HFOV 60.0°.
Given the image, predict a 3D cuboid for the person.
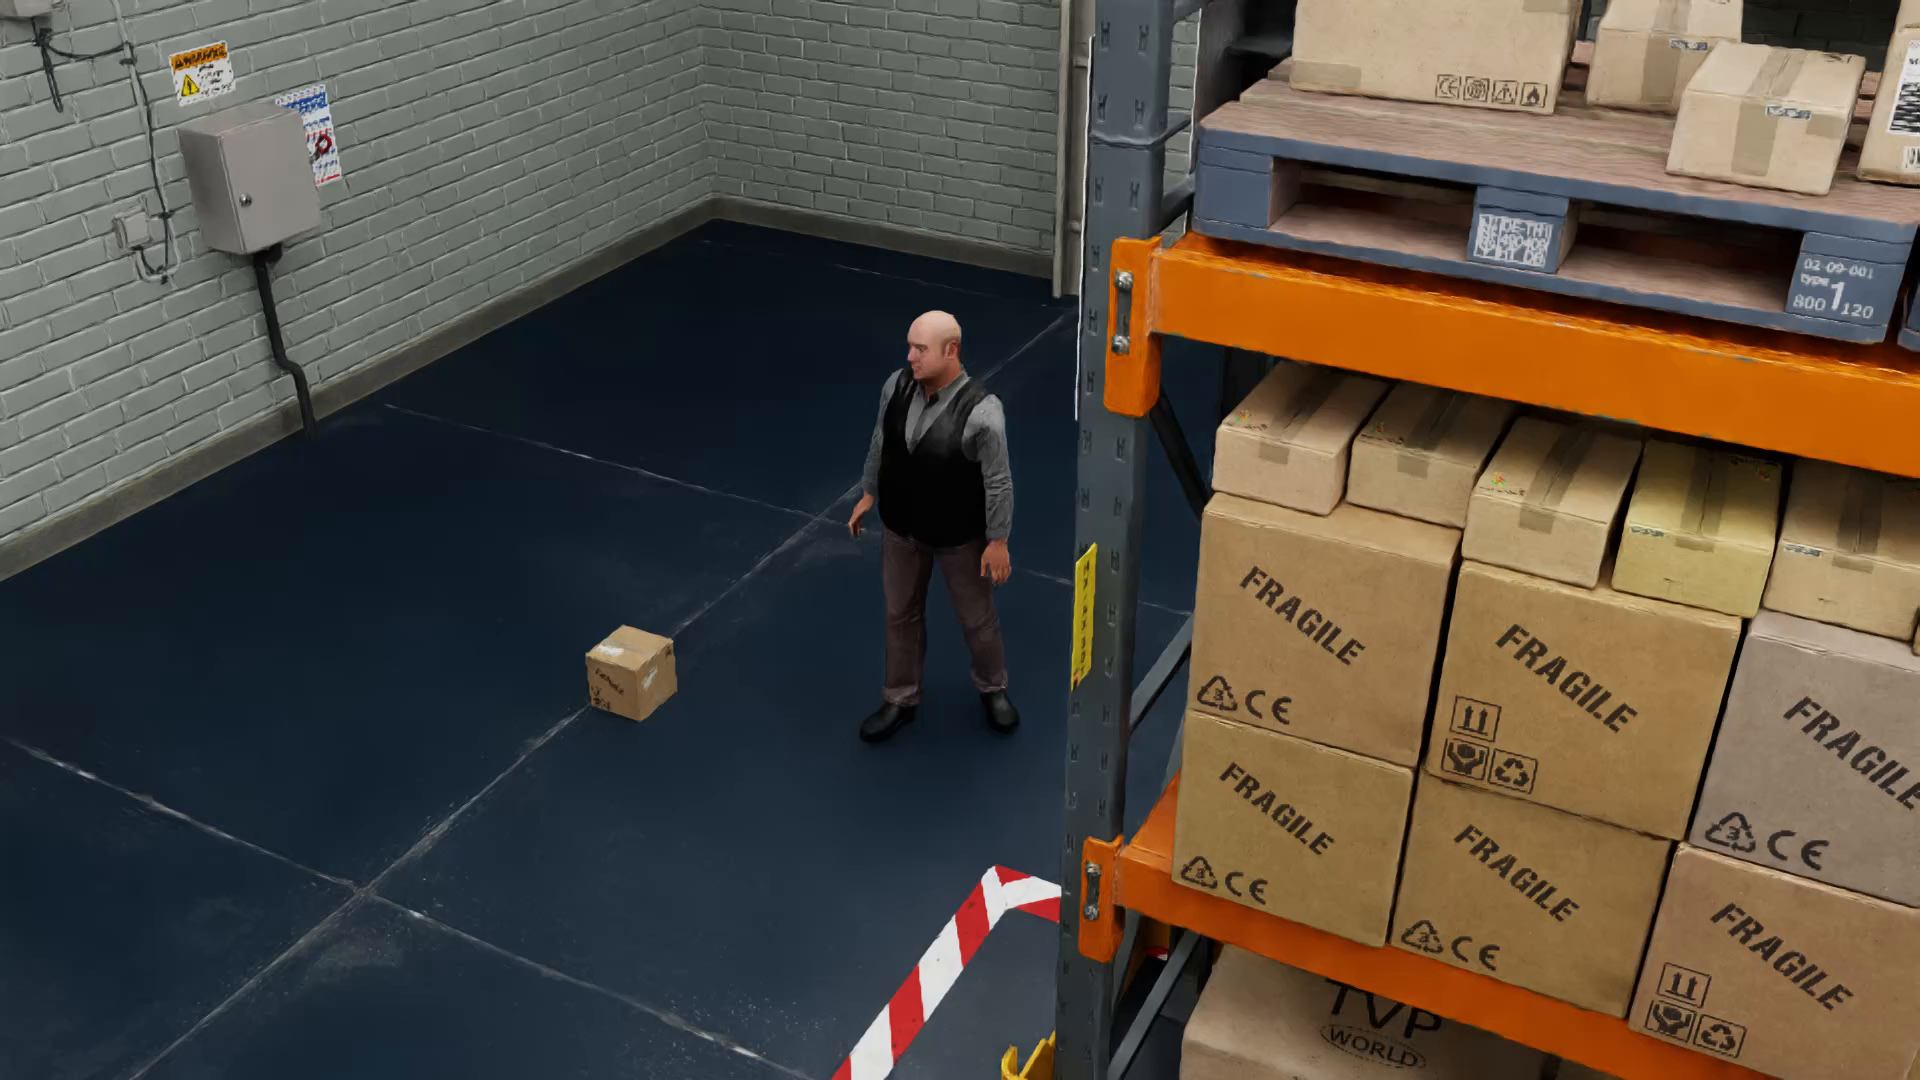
[{"bbox_3d":[-0.120,-0.037,6.195,0.689,1.722,0.577,16,34,26],"label":"person"}]
